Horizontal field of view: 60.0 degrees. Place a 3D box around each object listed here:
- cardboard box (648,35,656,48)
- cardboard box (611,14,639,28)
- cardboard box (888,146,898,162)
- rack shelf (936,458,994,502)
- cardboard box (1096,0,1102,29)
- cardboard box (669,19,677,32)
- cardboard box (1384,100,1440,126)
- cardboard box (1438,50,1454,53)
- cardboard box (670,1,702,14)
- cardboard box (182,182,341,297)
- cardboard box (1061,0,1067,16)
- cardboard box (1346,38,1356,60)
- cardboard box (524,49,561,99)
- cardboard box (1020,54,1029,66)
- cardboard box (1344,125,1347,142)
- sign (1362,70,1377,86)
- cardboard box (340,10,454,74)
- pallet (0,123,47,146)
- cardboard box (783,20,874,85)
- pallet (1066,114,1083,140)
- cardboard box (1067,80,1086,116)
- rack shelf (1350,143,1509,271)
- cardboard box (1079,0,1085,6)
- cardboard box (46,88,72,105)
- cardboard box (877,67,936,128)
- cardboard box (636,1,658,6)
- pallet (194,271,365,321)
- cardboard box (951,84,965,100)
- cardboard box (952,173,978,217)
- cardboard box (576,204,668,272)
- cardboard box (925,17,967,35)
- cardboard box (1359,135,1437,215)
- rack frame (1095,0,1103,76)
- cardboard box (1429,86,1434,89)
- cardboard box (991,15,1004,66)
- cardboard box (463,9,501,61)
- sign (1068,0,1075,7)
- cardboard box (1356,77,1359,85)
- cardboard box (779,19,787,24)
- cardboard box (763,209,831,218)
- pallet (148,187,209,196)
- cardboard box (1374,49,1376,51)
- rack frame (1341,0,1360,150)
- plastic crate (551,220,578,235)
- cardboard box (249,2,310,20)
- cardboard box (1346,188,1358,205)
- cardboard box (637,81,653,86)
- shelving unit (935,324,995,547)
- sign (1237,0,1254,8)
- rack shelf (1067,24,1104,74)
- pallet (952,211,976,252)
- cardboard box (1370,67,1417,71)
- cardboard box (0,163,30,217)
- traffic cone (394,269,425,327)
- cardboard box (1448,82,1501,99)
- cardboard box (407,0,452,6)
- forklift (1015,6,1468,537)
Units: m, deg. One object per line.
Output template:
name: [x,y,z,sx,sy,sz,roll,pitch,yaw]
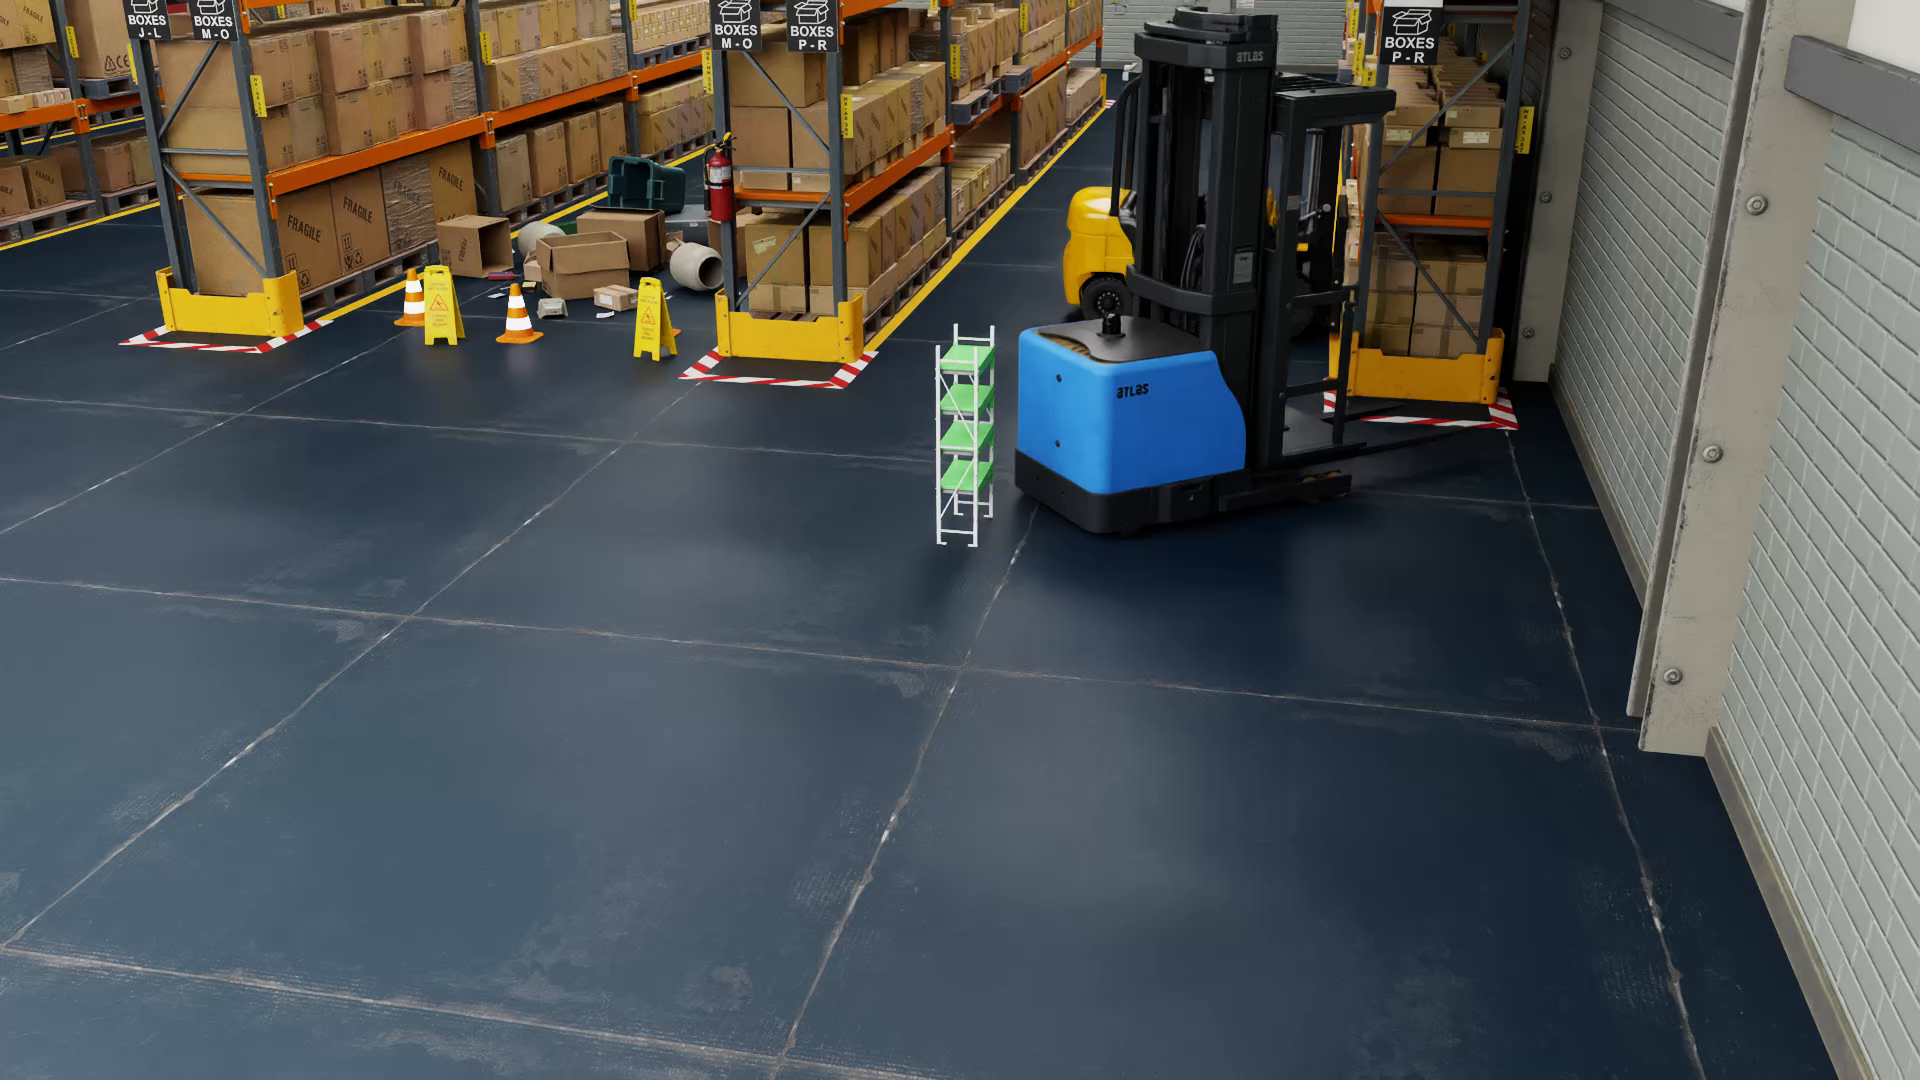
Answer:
cardboard box: [-4.238,-6.578,21.947,0.380,0.149,0.250,6,23,14]
cardboard box: [-4.351,-6.665,21.366,0.380,0.149,0.250,4,22,11]
cardboard box: [-0.764,-3.447,14.734,0.380,0.149,0.250,4,22,9]
rack shelf: [0.034,-0.335,9.893,0.258,0.148,0.480,4,22,11]
cardboard box: [2.024,-8.590,27.034,0.500,0.500,0.500,5,22,11]
cardboard box: [-4.079,-7.004,22.605,0.380,0.149,0.250,4,22,10]
cardboard box: [3.325,-3.144,12.245,0.380,0.149,0.250,5,22,11]
cardboard box: [4.913,-4.988,17.222,0.380,0.149,0.250,5,22,11]
cardboard box: [-3.873,-7.522,23.493,0.380,0.149,0.250,4,22,11]
cardboard box: [-6.195,-2.692,14.804,0.875,0.875,0.875,5,22,11]
cardboard box: [1.201,-7.605,23.250,0.500,0.500,0.500,5,23,13]
cardboard box: [4.989,-5.973,20.309,0.500,0.250,0.500,3,22,8]
cardboard box: [-4.875,-5.278,18.809,0.500,0.500,0.500,4,22,11]
cardboard box: [0.577,-5.905,20.701,0.500,0.250,0.500,4,22,10]
cardboard box: [5.588,-5.776,22.964,0.500,0.500,0.500,5,23,13]
sign: [2.930,-3.205,11.930,0.100,0.325,0.005,4,22,11]
cardboard box: [-5.560,-4.920,16.409,0.875,0.550,0.550,4,22,11]
pallet: [-14.200,-5.946,24.334,1.003,0.211,1.213,4,22,11]
cardboard box: [-1.160,-4.291,14.623,0.700,0.500,0.500,4,22,11]
pallet: [1.278,-6.256,25.105,1.003,0.211,1.213,4,22,11]
cardboard box: [1.462,-6.833,25.672,0.875,0.438,0.875,4,22,9]
rack shelf: [3.866,-2.910,14.026,1.077,0.370,4.000,4,22,11]
cardboard box: [1.606,-8.314,25.010,0.500,0.500,0.500,5,22,12]
cardboard box: [-10.043,-4.890,18.316,0.380,0.149,0.250,4,22,11]
cardboard box: [-0.531,-4.166,15.650,0.500,0.500,0.500,5,23,13]
cardboard box: [-4.510,-7.576,23.628,0.380,0.149,0.250,4,22,10]
pallet: [-6.182,-2.234,15.119,1.003,0.211,1.213,4,22,11]
cardboard box: [-0.164,-4.608,17.054,0.380,0.149,0.250,5,22,12]
cardboard box: [-0.338,-3.783,18.187,0.950,0.372,0.625,6,23,14]
cardboard box: [-3.339,-2.972,16.378,0.797,0.637,0.503,4,22,11]
cardboard box: [-0.144,-5.177,16.730,0.380,0.149,0.250,4,22,11]
cardboard box: [3.301,-2.758,12.553,0.500,0.500,0.500,4,22,10]
rack frame: [1.863,-8.740,27.541,1.000,3.000,0.127,4,22,11]
cardboard box: [4.224,-3.813,14.304,0.380,0.149,0.250,5,23,13]
cardboard box: [0.213,-5.632,18.728,0.500,0.500,0.500,3,22,7]
cardboard box: [-5.357,-5.384,17.736,0.700,0.500,0.500,4,22,10]
sign: [1.580,-7.740,23.613,0.100,0.325,0.005,4,22,11]
cardboard box: [4.222,-4.525,16.605,0.500,0.250,0.500,4,22,10]
cardboard box: [-3.029,-8.453,27.164,0.380,0.149,0.250,3,22,9]
cardboard box: [-1.391,-2.660,14.558,0.500,0.500,0.500,5,23,13]
pallet: [-9.883,-4.546,20.859,1.003,0.211,1.213,4,22,11]
cardboard box: [4.337,-5.036,17.341,0.380,0.149,0.250,4,22,9]
rack frame: [5.907,-6.901,22.972,1.000,3.000,0.127,4,22,11]
plastic crate: [-4.205,-3.251,17.598,0.450,0.188,0.662,7,21,42]
cardboard box: [-9.306,-7.348,22.607,0.797,0.503,0.637,5,23,13]
cardboard box: [3.754,-3.019,15.114,0.500,0.250,0.500,4,22,11]
cardboard box: [-4.542,-6.179,22.960,0.500,0.250,0.500,5,22,12]
shelving unit: [0.034,-0.617,9.780,0.258,1.200,0.503,4,22,11]
sign: [5.543,-10.585,32.248,0.329,0.494,0.001,4,22,11]
rack shelf: [1.455,-7.675,25.859,1.077,0.370,4.000,4,22,11]
pallet: [-0.428,-3.343,17.872,1.003,0.211,1.213,4,22,11]
cardboard box: [3.731,-3.986,14.336,0.380,0.149,0.250,4,22,10]
cardboard box: [-10.517,-3.789,18.031,0.500,0.500,0.500,12,25,28]
traffic cone: [-4.770,-2.139,14.544,0.336,0.463,0.334,4,22,11]
cardboard box: [4.107,-3.571,13.304,0.380,0.149,0.250,4,22,10]
cardboard box: [-8.307,-8.605,26.003,0.500,0.500,0.500,4,22,11]
forklift: [1.896,-1.750,10.274,3.031,2.935,1.130,-11,24,-25]
